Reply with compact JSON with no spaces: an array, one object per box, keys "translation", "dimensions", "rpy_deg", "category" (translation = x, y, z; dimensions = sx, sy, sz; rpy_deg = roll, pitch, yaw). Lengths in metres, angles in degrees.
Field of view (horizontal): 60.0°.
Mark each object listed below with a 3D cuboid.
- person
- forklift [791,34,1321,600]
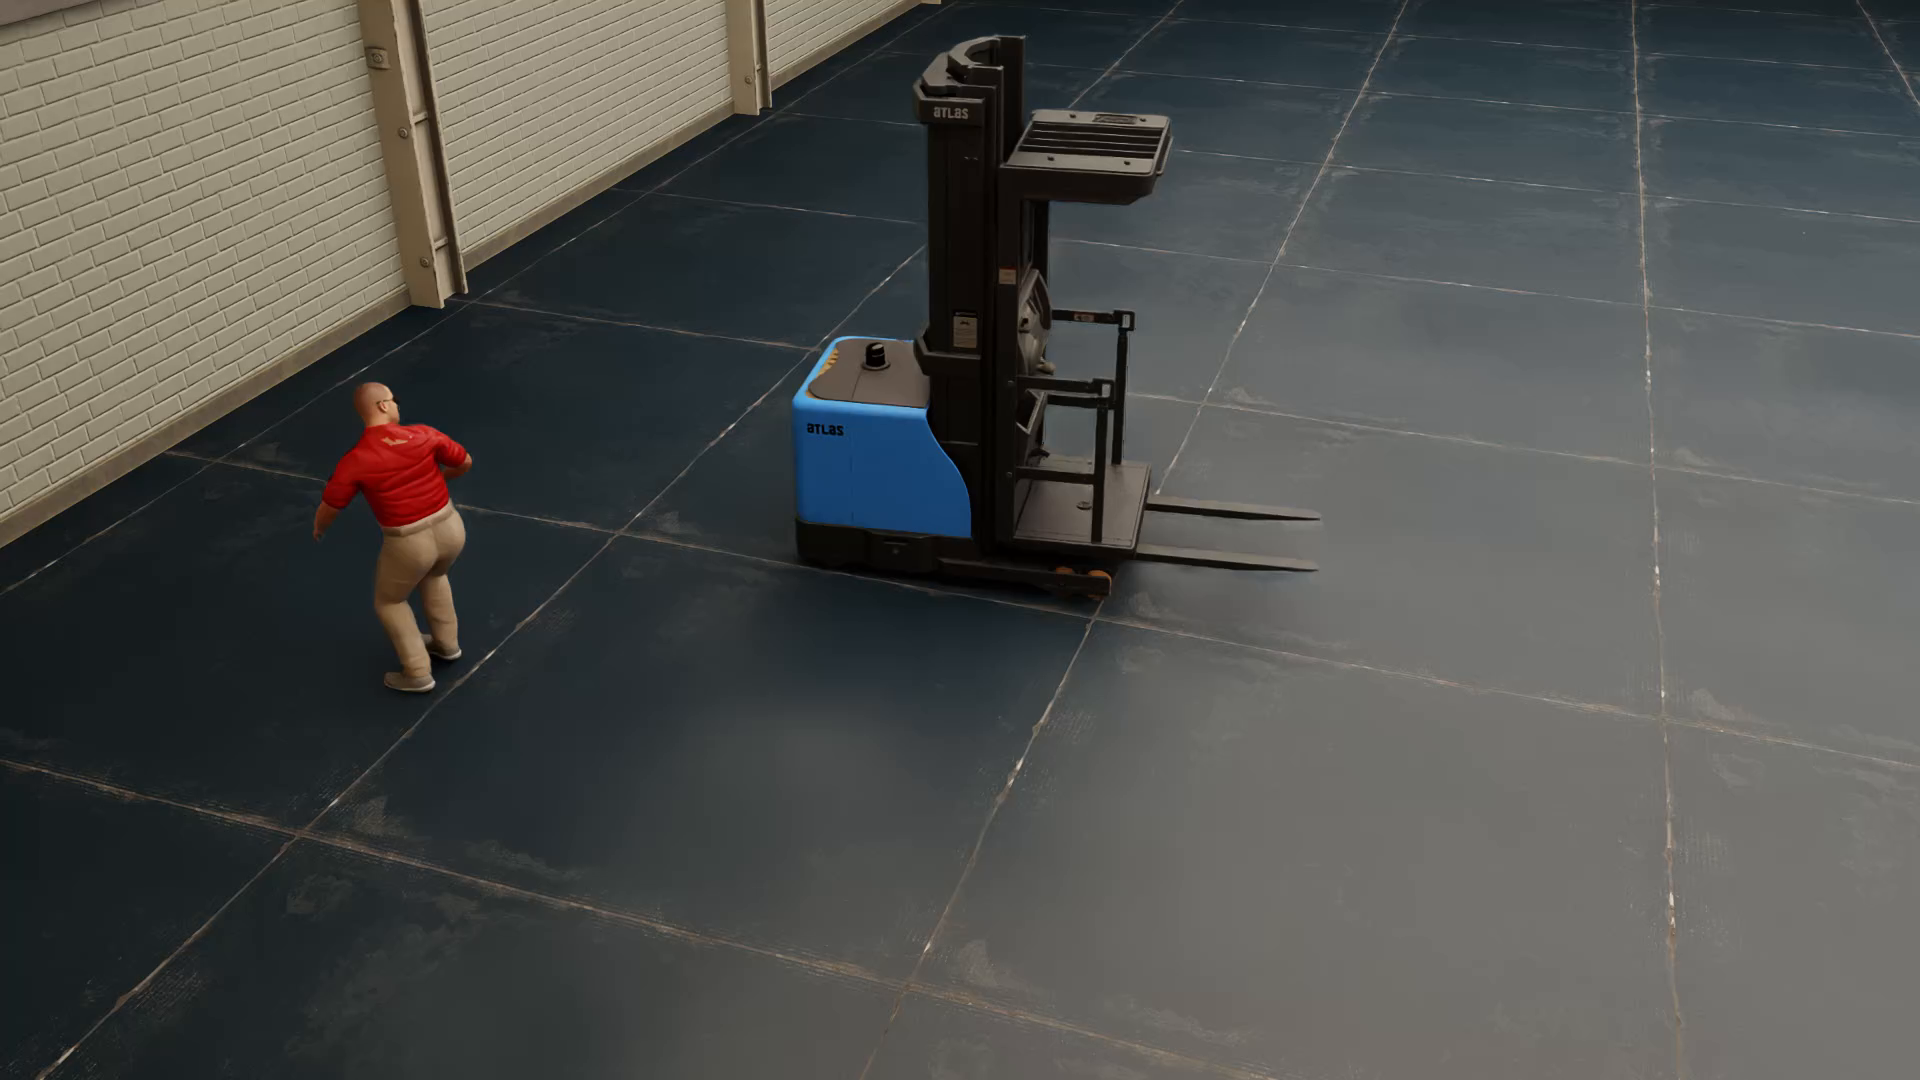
[{"translation":[-2.873,-0.035,8.513],"dimensions":[0.775,1.684,0.604],"rpy_deg":[-25,38,-37],"category":"person"},{"translation":[0.603,-1.219,9.276],"dimensions":[3.031,2.935,1.130],"rpy_deg":[6,30,10],"category":"forklift"}]
